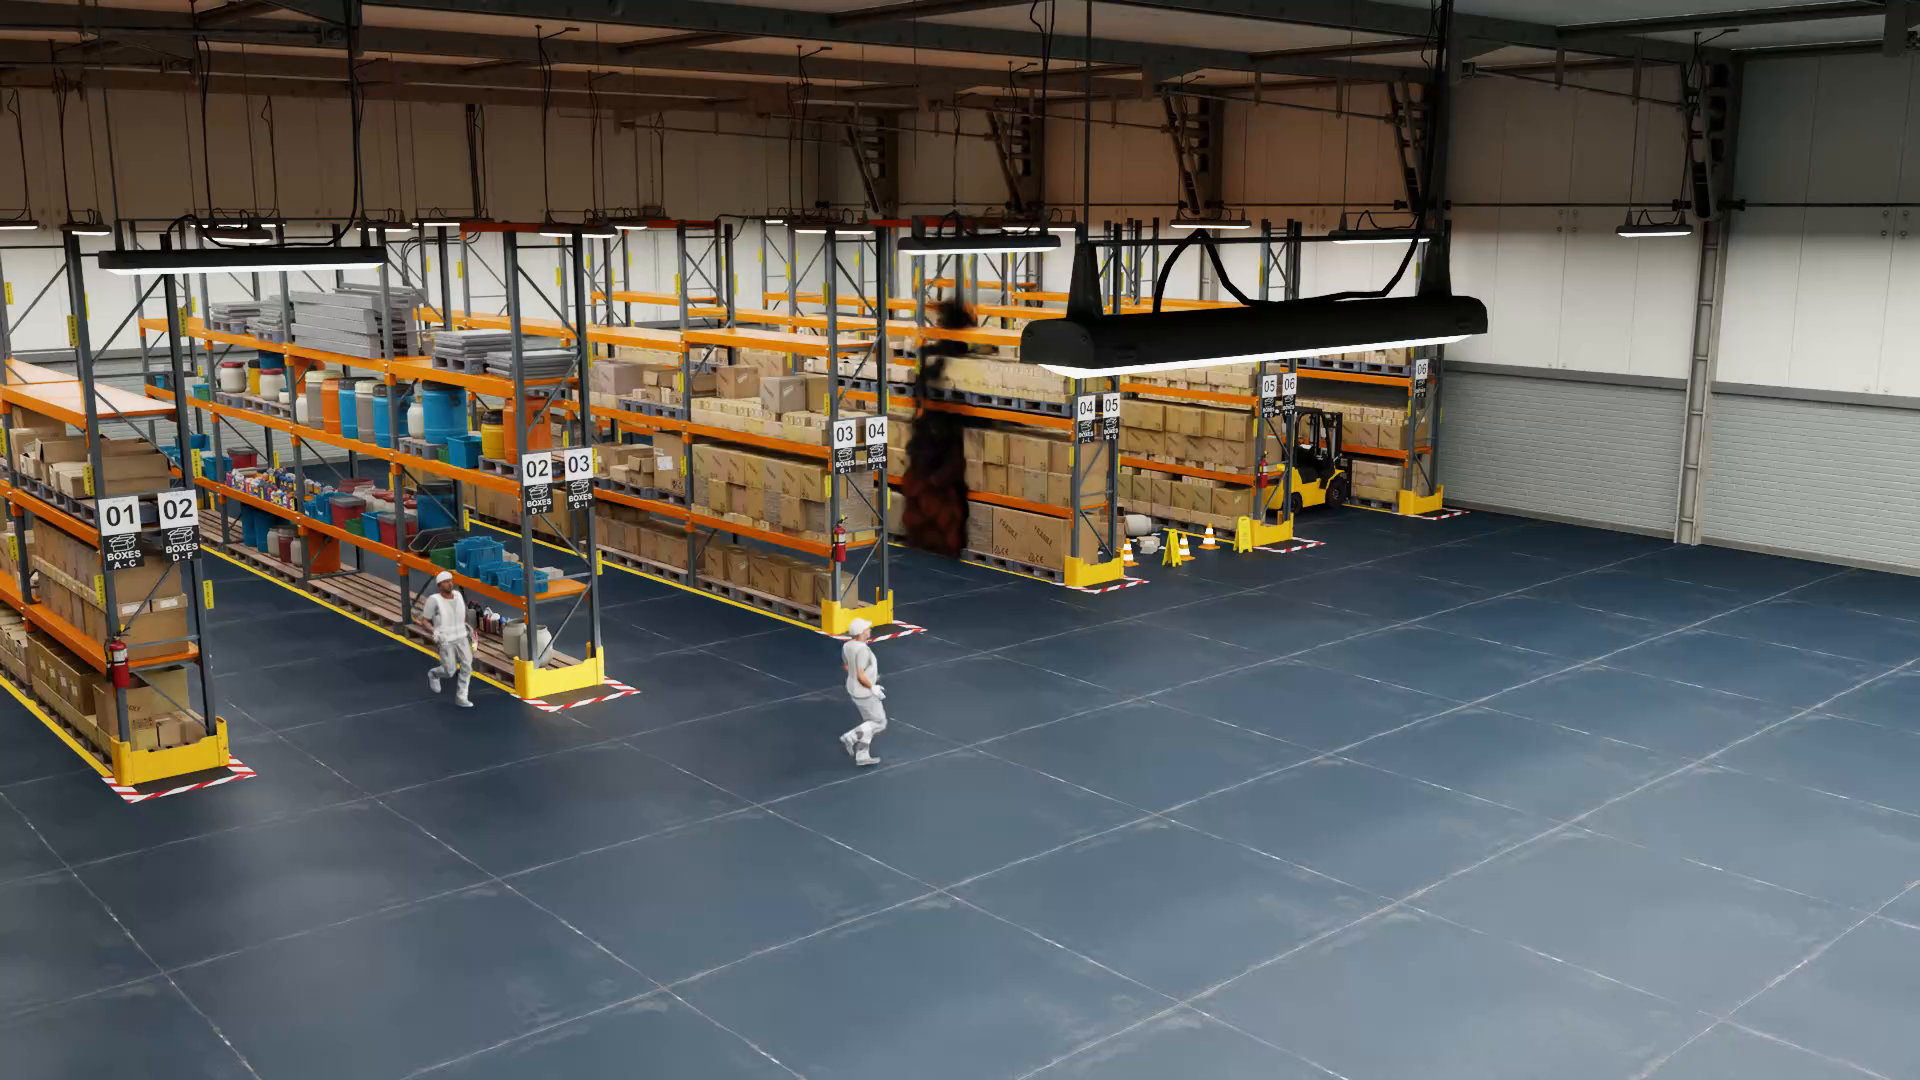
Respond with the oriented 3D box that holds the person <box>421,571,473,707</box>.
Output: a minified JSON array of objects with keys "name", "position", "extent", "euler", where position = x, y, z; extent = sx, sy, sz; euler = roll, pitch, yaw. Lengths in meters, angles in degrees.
[{"name":"person","position":[-6.511,1.256,21.252],"extent":[0.756,1.731,0.677],"euler":[10,15,40]}]

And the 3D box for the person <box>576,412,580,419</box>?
[{"name":"person","position":[-9.193,-2.574,40.673],"extent":[0.555,1.614,0.785],"euler":[8,14,34]}]

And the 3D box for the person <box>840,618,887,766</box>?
[{"name":"person","position":[-1.130,1.732,18.911],"extent":[0.601,1.738,0.657],"euler":[-6,13,-25]}]
